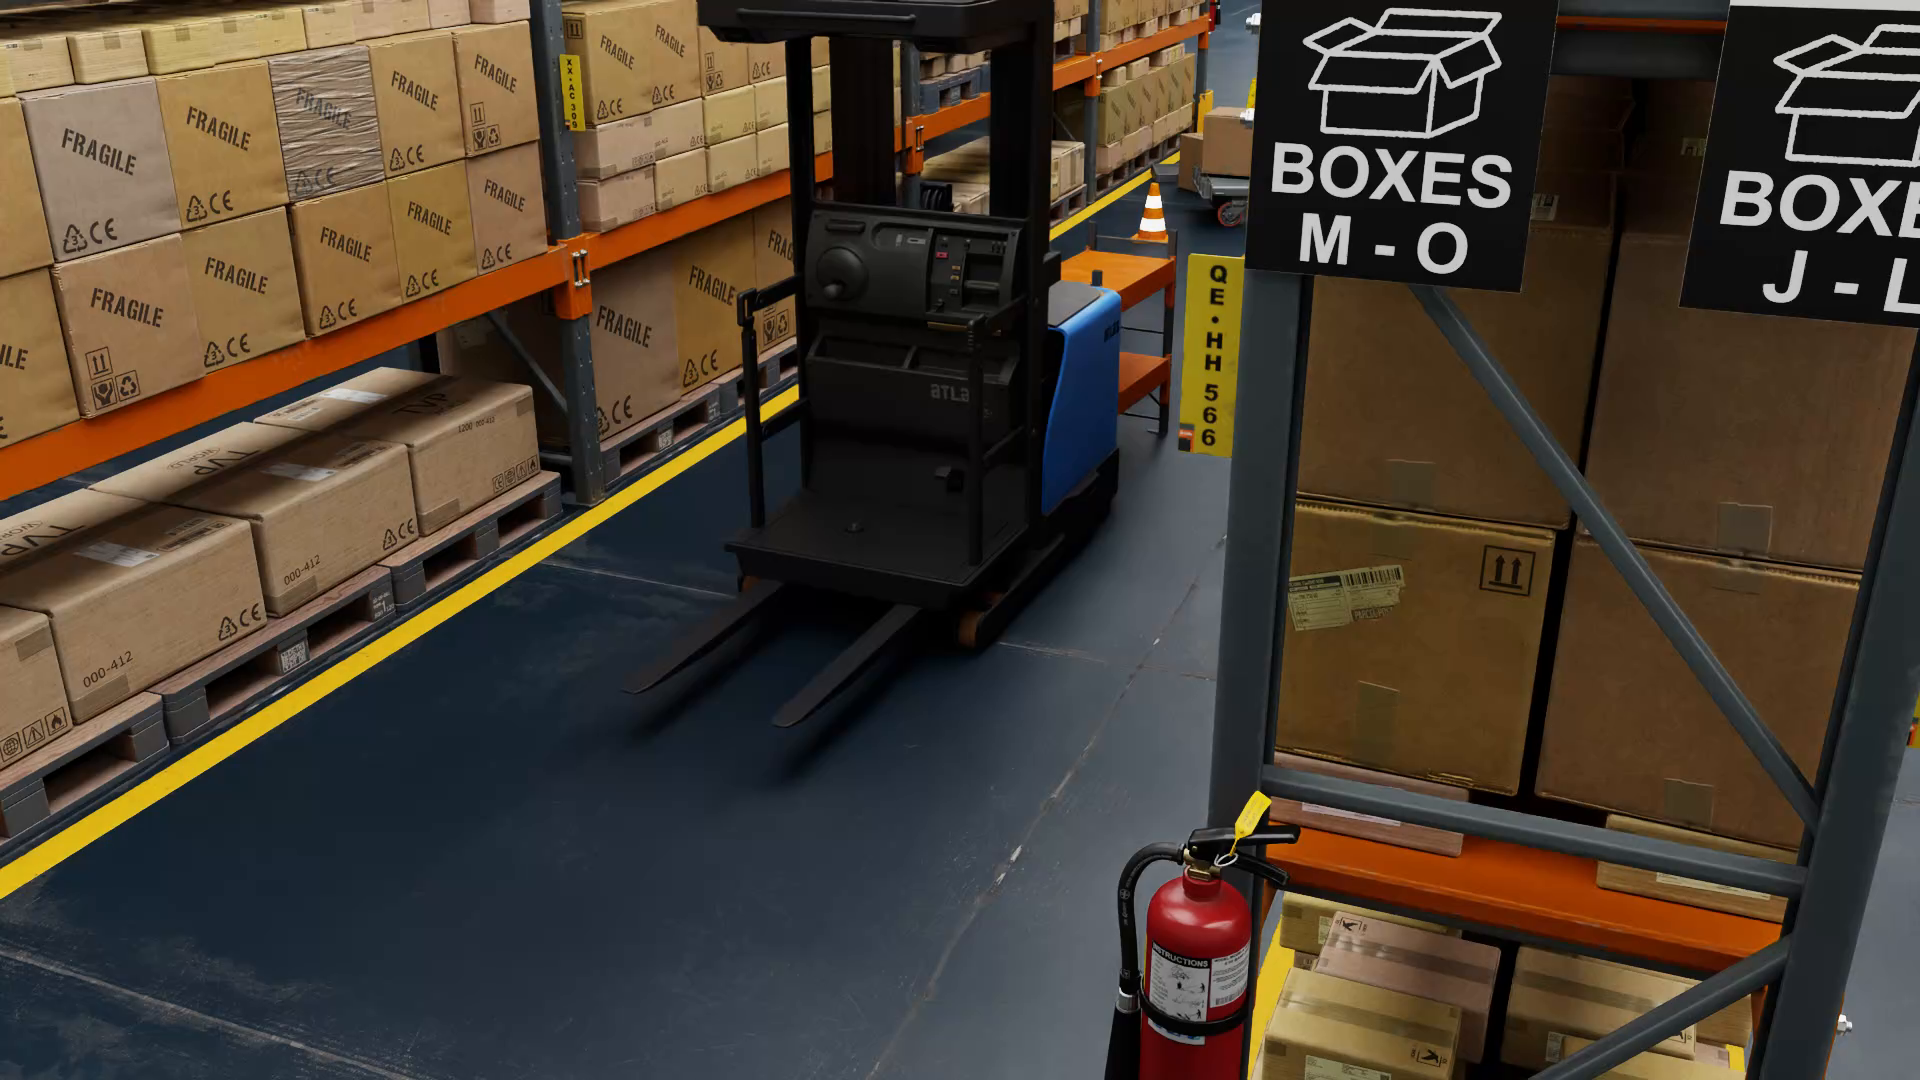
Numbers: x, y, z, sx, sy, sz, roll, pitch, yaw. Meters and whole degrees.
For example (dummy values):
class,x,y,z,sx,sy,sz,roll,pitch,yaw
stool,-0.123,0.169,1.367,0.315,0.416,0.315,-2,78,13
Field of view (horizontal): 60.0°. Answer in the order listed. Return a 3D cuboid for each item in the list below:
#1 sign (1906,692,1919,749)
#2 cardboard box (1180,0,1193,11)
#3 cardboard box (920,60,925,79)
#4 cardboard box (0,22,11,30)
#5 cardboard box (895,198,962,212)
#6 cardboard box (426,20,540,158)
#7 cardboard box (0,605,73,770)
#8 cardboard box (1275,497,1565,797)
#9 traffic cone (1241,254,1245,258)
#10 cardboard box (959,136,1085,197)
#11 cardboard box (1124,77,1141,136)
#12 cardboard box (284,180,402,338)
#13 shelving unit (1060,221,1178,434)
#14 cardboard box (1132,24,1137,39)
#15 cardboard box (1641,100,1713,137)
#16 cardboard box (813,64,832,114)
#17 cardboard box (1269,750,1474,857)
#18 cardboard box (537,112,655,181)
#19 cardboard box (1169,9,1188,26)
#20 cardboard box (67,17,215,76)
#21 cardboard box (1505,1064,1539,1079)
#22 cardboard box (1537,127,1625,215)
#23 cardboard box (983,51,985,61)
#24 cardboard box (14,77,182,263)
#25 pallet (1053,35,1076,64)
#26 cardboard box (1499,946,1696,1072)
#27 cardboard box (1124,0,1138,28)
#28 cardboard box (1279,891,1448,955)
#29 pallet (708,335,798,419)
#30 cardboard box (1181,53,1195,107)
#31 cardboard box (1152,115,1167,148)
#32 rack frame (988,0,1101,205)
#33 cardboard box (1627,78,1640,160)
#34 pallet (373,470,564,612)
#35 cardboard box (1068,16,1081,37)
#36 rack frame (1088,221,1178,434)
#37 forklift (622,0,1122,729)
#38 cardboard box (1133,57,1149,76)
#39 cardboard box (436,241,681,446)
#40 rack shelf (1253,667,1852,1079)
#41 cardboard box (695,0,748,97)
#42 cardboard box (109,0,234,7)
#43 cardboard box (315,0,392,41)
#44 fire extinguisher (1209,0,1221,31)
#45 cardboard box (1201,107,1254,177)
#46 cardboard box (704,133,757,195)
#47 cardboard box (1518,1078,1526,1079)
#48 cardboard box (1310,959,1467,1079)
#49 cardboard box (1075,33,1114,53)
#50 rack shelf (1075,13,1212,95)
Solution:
class,x,y,z,sx,sy,sz,roll,pitch,yaw
sign,1.415,0.156,2.362,0.100,0.325,0.005,9,24,20
cardboard box,2.085,-5.692,16.969,0.500,0.500,0.500,9,24,20
cardboard box,-0.457,-3.225,11.361,0.380,0.149,0.250,7,24,17
cardboard box,-3.352,-1.623,5.476,0.380,0.149,0.250,9,24,21
cardboard box,-0.532,-2.240,12.085,0.950,0.372,0.625,7,24,16
cardboard box,-2.155,-1.925,7.041,0.500,0.500,0.500,9,24,20
cardboard box,-3.570,0.543,5.337,0.875,0.438,0.875,8,24,18
cardboard box,0.839,0.097,3.111,0.500,0.500,0.500,9,24,21
traffic cone,2.395,-2.427,12.961,0.336,0.463,0.334,9,24,20
cardboard box,0.542,-3.282,14.581,0.950,0.372,0.625,9,24,21
cardboard box,1.393,-4.126,15.786,0.500,0.500,0.500,10,25,22
cardboard box,-2.531,-1.103,6.369,0.500,0.500,0.500,8,24,19
shelving unit,0.683,-0.975,8.626,0.538,1.125,1.048,11,25,25
cardboard box,1.460,-4.821,15.725,0.380,0.149,0.250,9,24,20
cardboard box,1.720,-0.654,3.612,0.500,0.500,0.500,8,24,19
cardboard box,-1.053,-2.639,9.723,0.500,0.250,0.500,8,24,19
cardboard box,0.770,0.436,3.139,0.380,0.149,0.250,9,24,20
cardboard box,-1.811,-1.905,7.965,0.500,0.250,0.500,8,24,19
cardboard box,2.107,-5.349,16.989,0.380,0.149,0.250,9,24,21
cardboard box,-2.718,-1.638,5.511,0.380,0.149,0.250,8,24,19
cardboard box,1.424,1.352,3.775,0.380,0.149,0.250,9,24,20
cardboard box,1.038,-0.548,3.357,0.500,0.500,0.500,8,24,18
cardboard box,-0.038,-3.606,12.272,0.380,0.149,0.250,10,25,23
cardboard box,-2.910,-1.205,5.315,0.500,0.500,0.500,9,24,20
pallet,0.316,-4.148,14.037,1.003,0.211,1.213,9,24,20
cardboard box,1.412,1.070,3.678,0.380,0.149,0.250,9,24,21
cardboard box,1.322,-4.973,15.248,0.500,0.500,0.500,9,24,20
cardboard box,0.997,0.907,4.070,0.380,0.149,0.250,8,24,19
pallet,-1.568,-1.065,10.025,1.003,0.211,1.213,9,24,20
cardboard box,2.165,-4.868,17.561,0.500,0.500,0.500,9,24,20
cardboard box,1.781,-4.145,16.805,0.500,0.250,0.500,8,24,18
rack frame,0.735,-4.489,14.605,1.000,3.000,0.127,9,24,20
cardboard box,1.825,-1.284,5.120,0.500,0.500,0.500,8,24,18
pallet,-2.592,-0.079,7.665,1.003,0.211,1.213,9,24,20
cardboard box,0.800,-4.343,14.038,0.380,0.149,0.250,9,24,21
rack frame,0.917,-1.149,9.042,0.500,1.125,0.032,11,25,25
forklift,-0.285,-1.096,6.571,1.130,2.935,3.031,10,25,22
cardboard box,1.593,-4.549,15.957,0.380,0.149,0.250,10,25,23
cardboard box,-2.081,-1.073,8.639,0.875,0.875,0.875,10,25,22
rack shelf,1.654,0.094,4.567,1.077,0.370,4.000,9,24,20
cardboard box,-1.454,-2.615,8.692,0.500,0.500,0.500,8,24,19
cardboard box,-3.006,-1.995,6.365,0.380,0.149,0.250,8,24,19
cardboard box,-2.433,-2.018,6.420,0.380,0.149,0.250,9,24,20
fire extinguisher,2.691,-5.860,17.987,0.296,0.674,0.183,9,24,20
cardboard box,2.399,-3.441,14.357,0.500,0.500,0.500,9,24,20
cardboard box,-1.432,-2.043,8.945,0.500,0.250,0.500,9,24,20
cardboard box,1.344,1.311,3.487,0.380,0.149,0.250,10,25,22
cardboard box,0.989,1.147,3.881,0.380,0.149,0.250,8,24,19
cardboard box,1.150,-4.440,14.814,0.380,0.149,0.250,9,24,20
rack shelf,1.478,-4.873,16.458,1.077,0.370,4.000,9,24,20
